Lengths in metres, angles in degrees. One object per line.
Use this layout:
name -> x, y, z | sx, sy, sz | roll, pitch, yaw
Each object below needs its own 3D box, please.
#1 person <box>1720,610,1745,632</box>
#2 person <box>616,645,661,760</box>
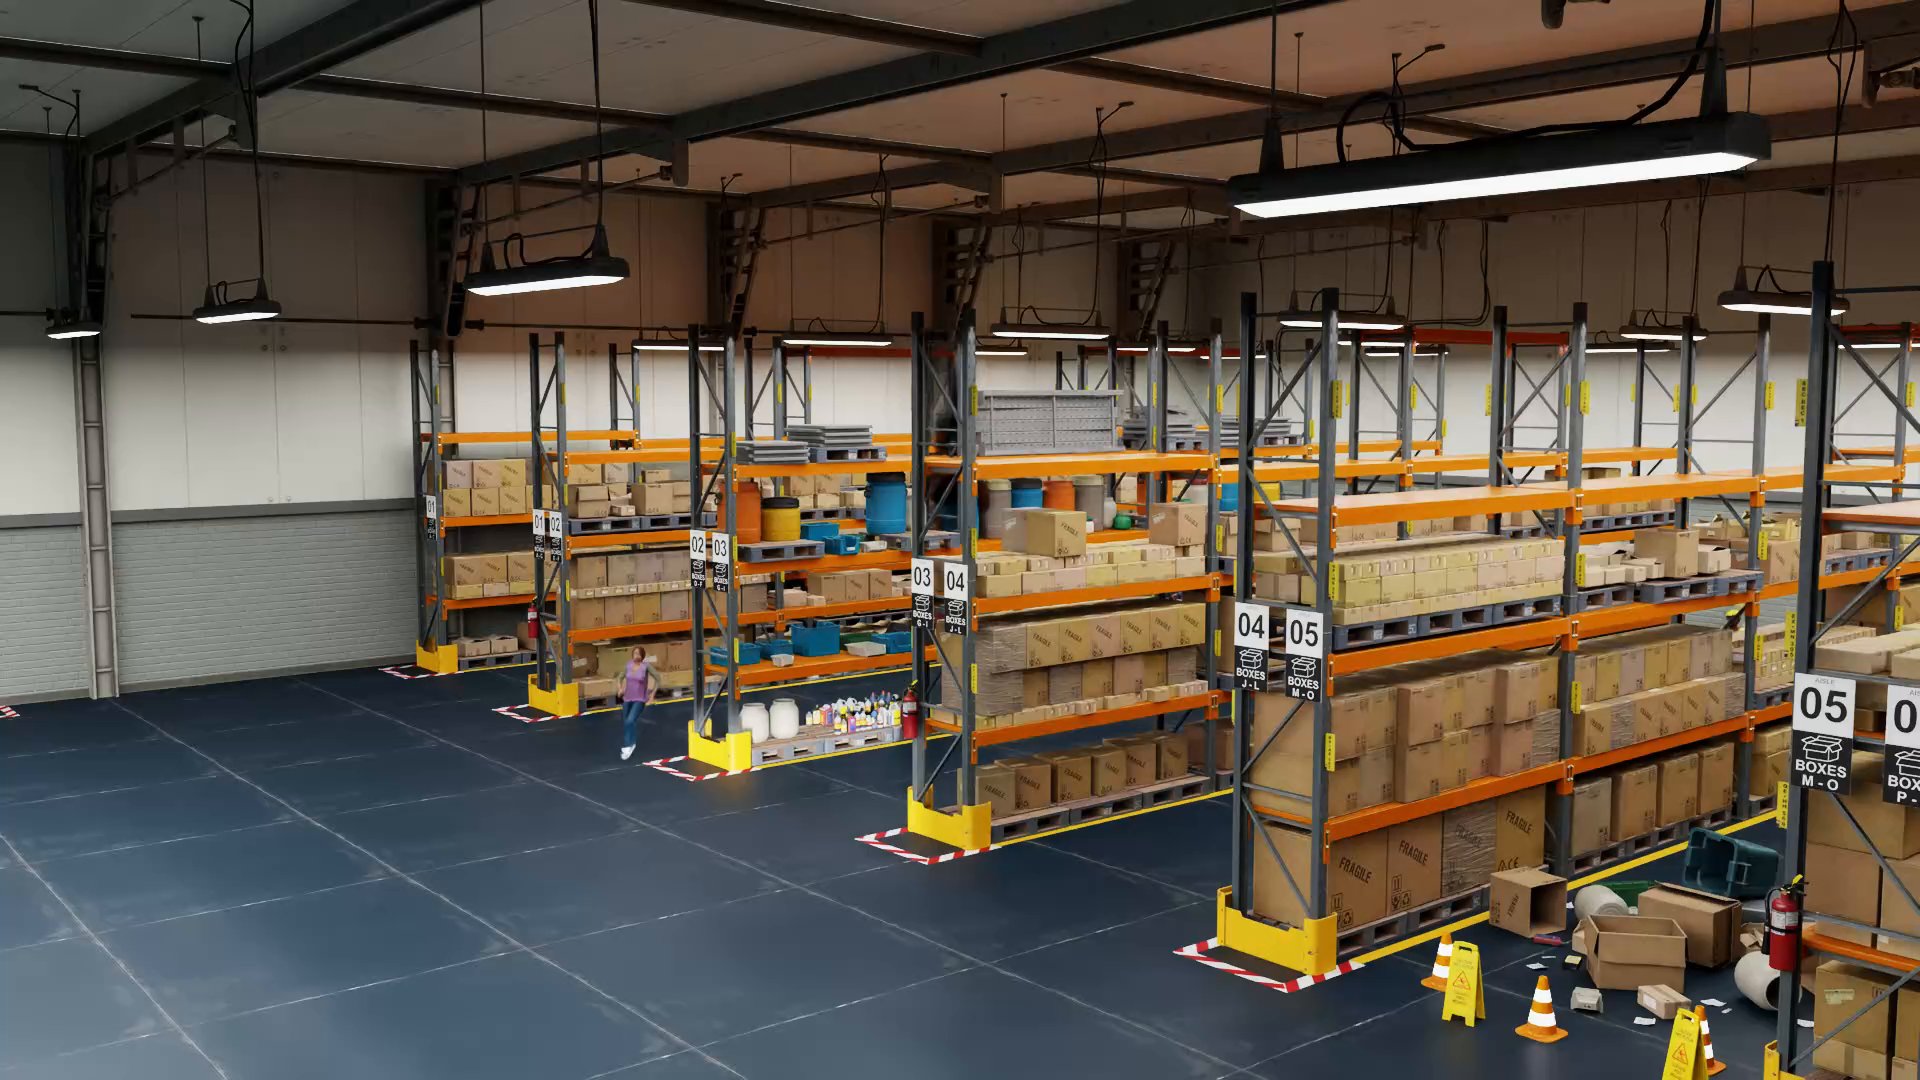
person -> 11.887, 1.936, 25.627 | 0.791, 1.731, 0.714 | -5, 7, -45
person -> -4.502, 2.250, 23.141 | 0.602, 1.579, 0.611 | 2, 6, 16
